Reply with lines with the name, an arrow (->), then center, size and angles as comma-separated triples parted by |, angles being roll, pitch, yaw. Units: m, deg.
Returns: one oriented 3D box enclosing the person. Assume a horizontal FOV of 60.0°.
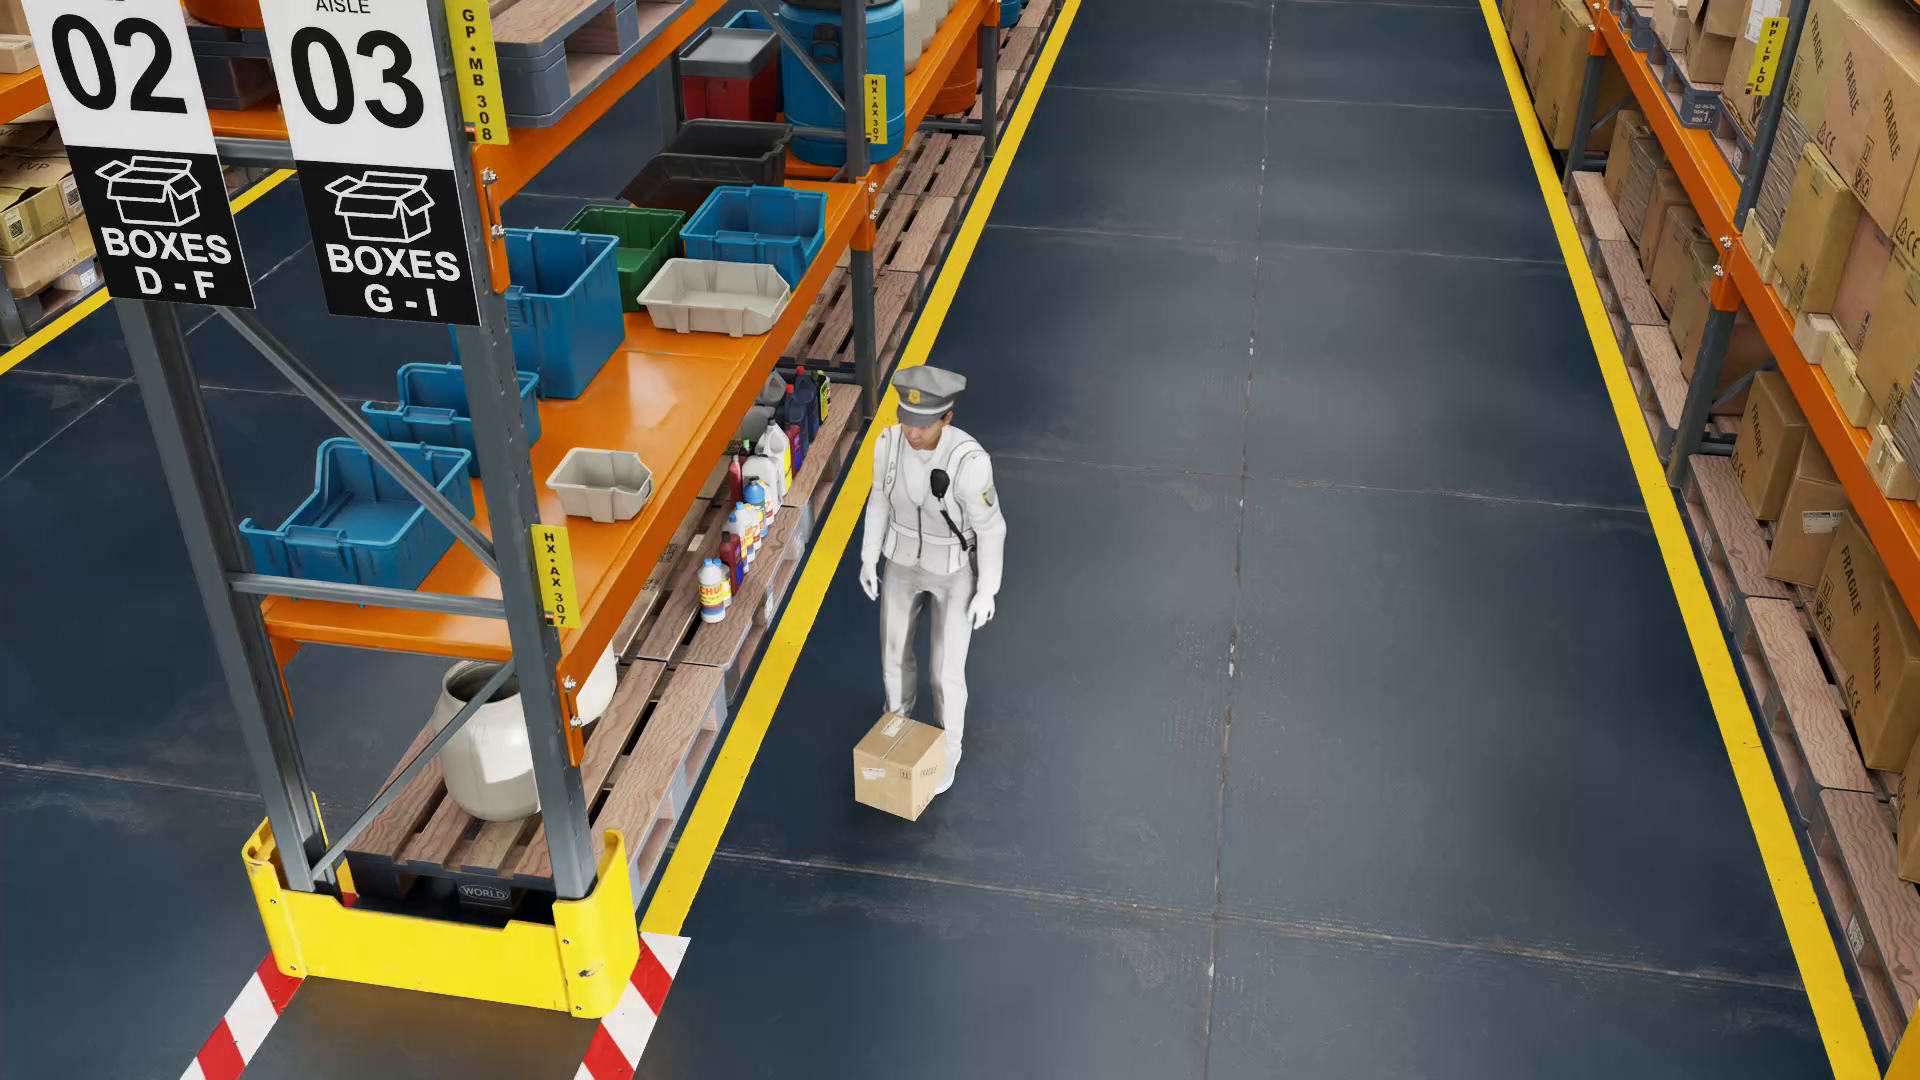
person -> -0.114, 0.134, 5.922 | 0.547, 1.667, 0.408 | 15, 35, 21
